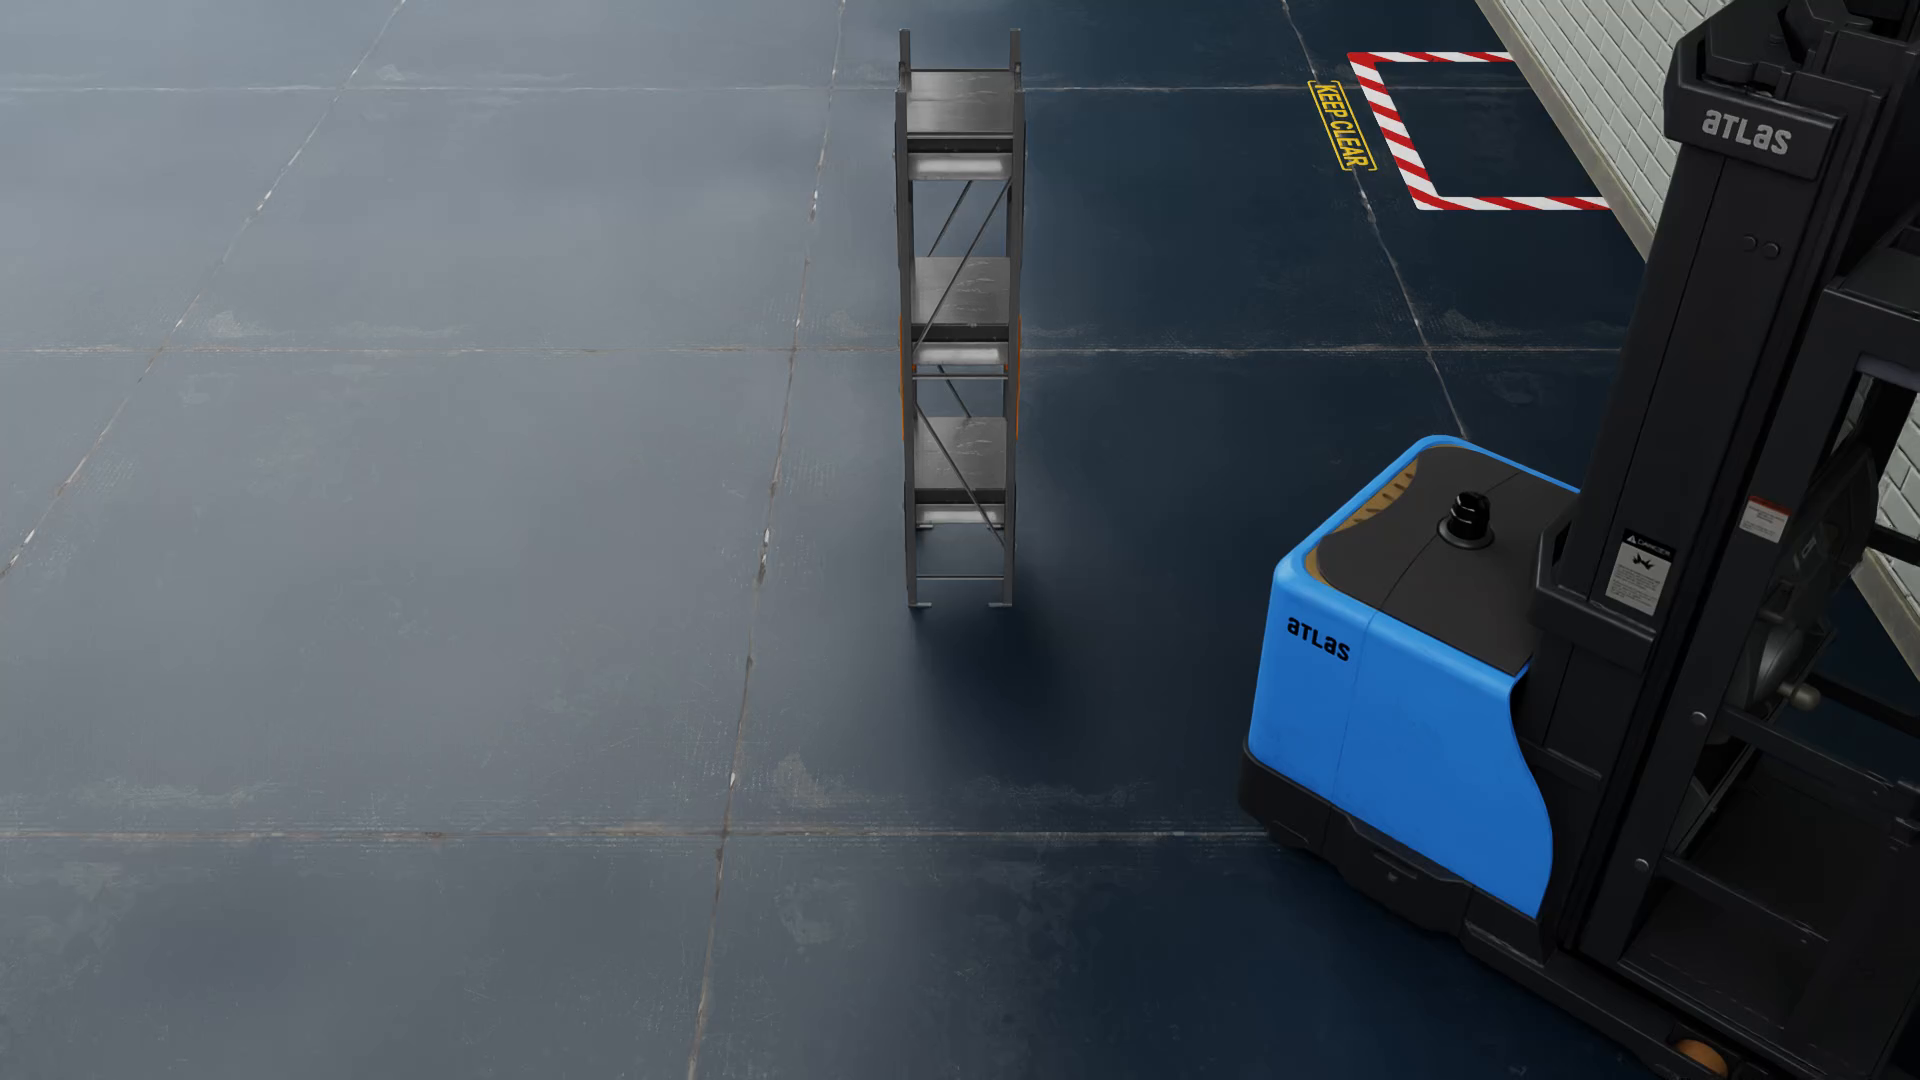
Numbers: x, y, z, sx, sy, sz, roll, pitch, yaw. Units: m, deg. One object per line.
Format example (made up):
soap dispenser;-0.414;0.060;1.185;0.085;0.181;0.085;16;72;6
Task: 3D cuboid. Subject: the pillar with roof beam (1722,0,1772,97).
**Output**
pillar with roof beam;-0.906;-4.410;5.057;9.100;9.000;0.400;0;39;0

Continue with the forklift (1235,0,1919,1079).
forklift;2.361;0.157;4.210;3.031;2.935;1.130;29;47;31

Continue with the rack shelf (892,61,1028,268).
rack shelf;0.000;-1.251;5.535;0.431;0.518;0.480;0;39;0

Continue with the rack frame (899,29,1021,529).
rack frame;0.000;-0.868;6.155;0.400;2.100;0.015;0;39;0

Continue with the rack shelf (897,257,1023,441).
rack shelf;0.000;-0.705;5.973;0.431;0.518;0.480;0;39;0

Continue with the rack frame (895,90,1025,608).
rack frame;0.000;-0.563;5.774;0.400;2.100;0.015;0;39;0

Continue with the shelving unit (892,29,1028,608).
shelving unit;0.000;-0.716;5.964;0.431;2.100;0.503;0;39;0

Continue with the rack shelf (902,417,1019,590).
rack shelf;0.000;-0.159;6.410;0.431;0.518;0.480;0;39;0
